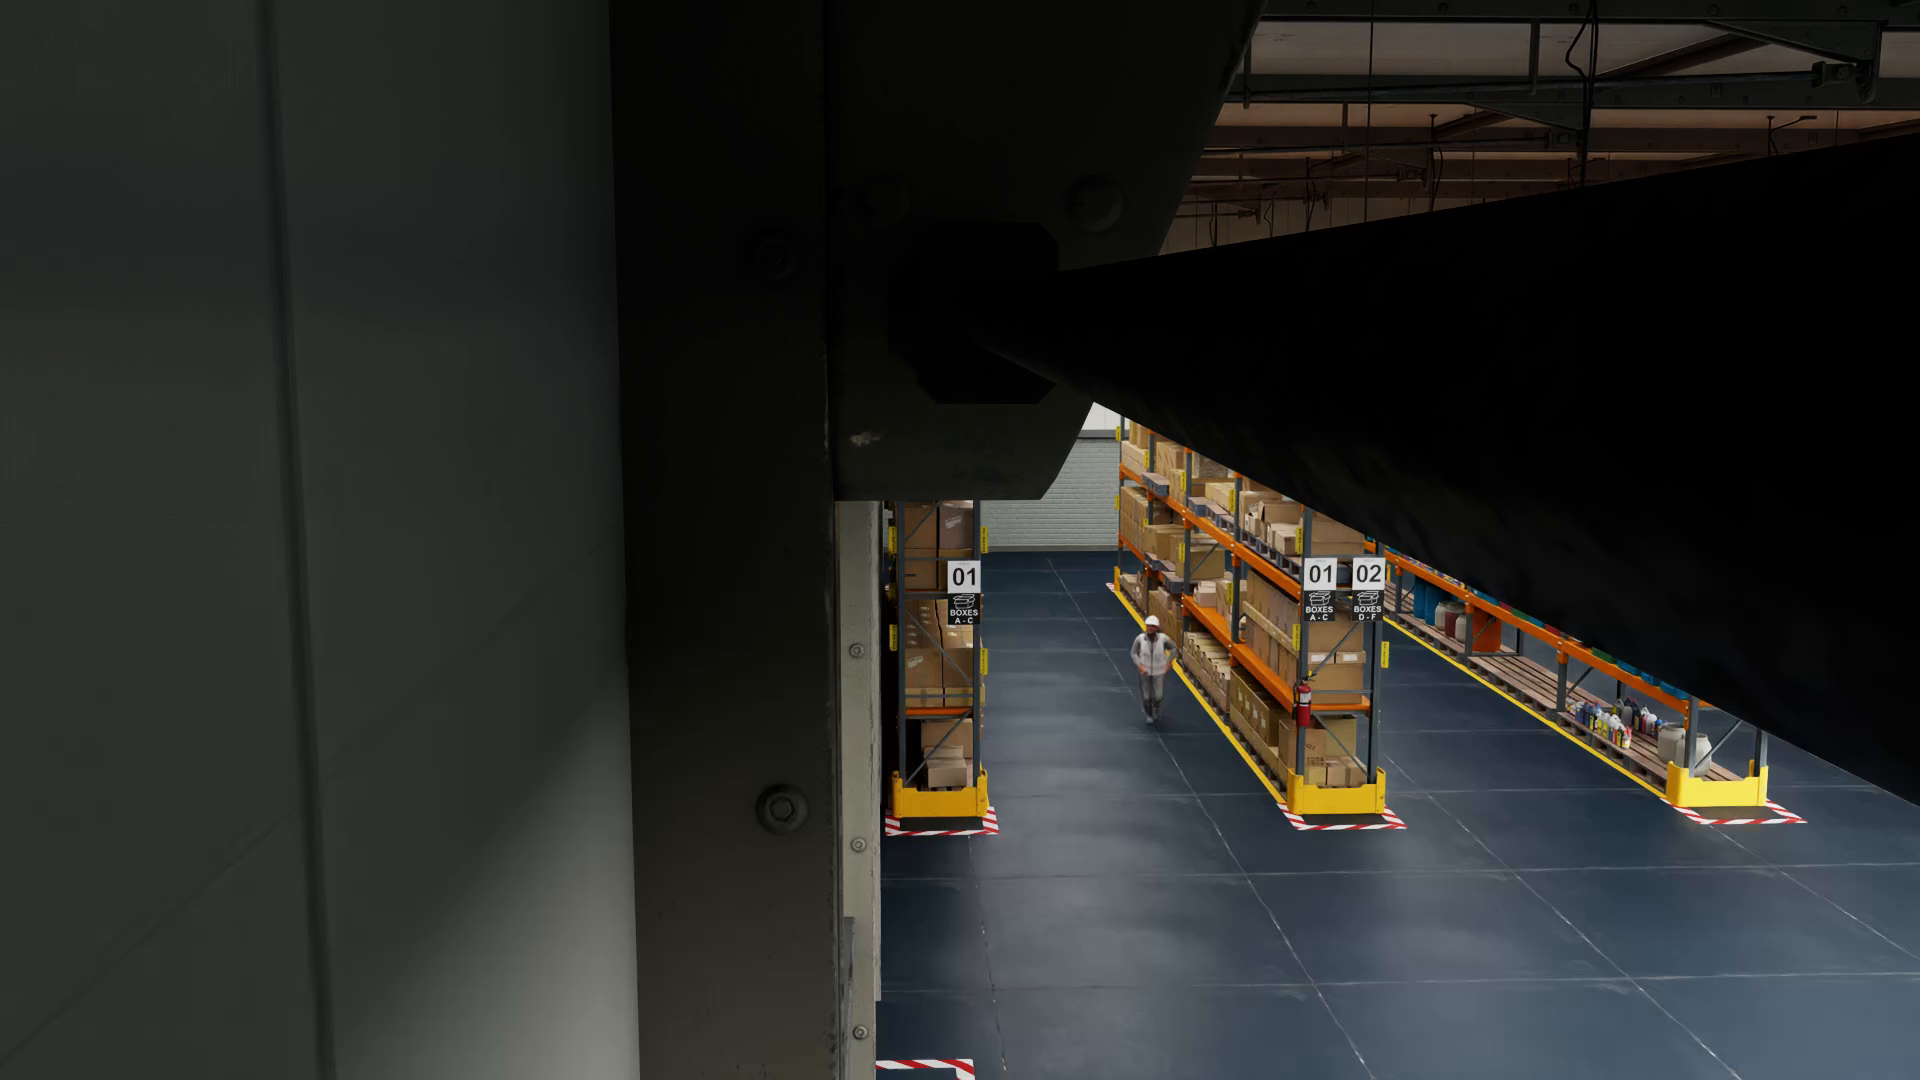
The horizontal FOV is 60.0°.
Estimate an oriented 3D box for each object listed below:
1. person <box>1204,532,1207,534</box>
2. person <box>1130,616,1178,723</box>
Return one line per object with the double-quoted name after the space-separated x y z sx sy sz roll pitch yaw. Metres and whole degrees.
6.065 -0.186 39.833 0.610 1.598 0.734 1 8 8 "person"
2.890 1.938 24.810 0.701 1.685 0.721 1 8 7 "person"
